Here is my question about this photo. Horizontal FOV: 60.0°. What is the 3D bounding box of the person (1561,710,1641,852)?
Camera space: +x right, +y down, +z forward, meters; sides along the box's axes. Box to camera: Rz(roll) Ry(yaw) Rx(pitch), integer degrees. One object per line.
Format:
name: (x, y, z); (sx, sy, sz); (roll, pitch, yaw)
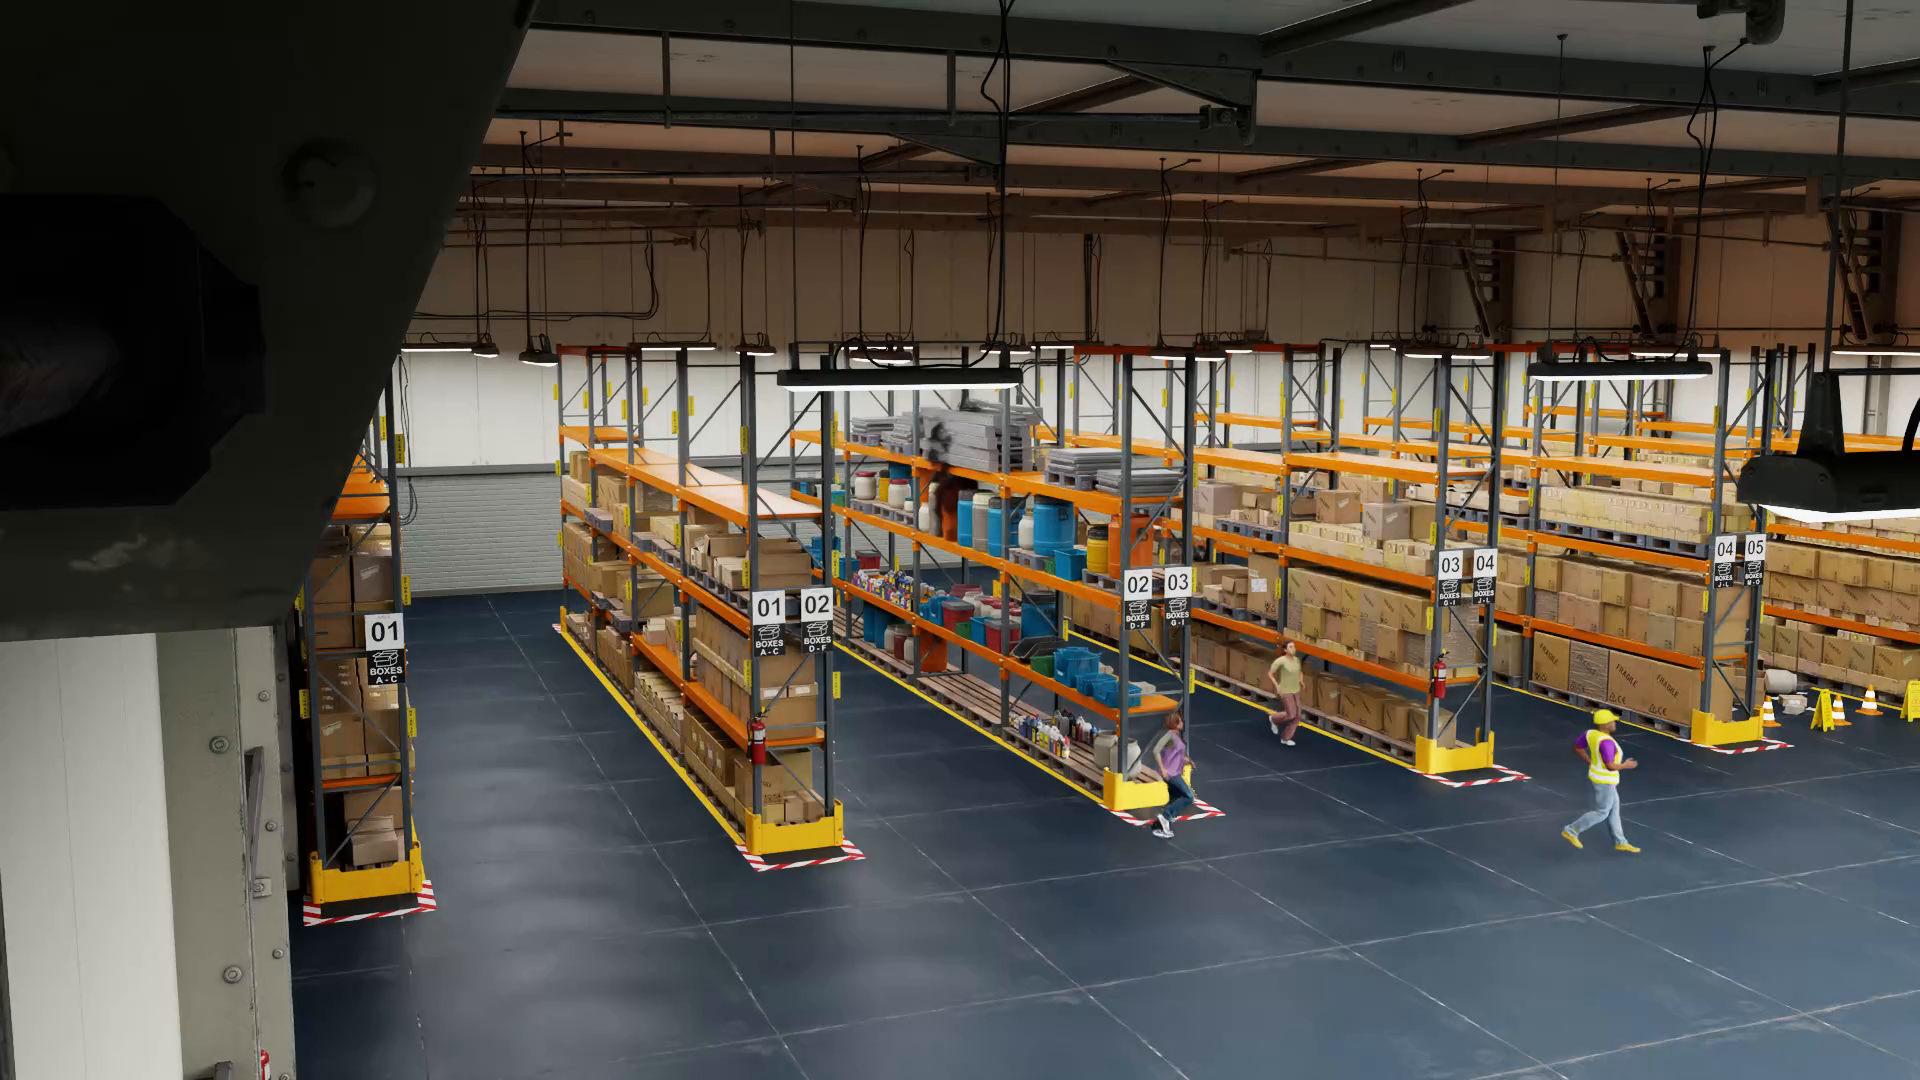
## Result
person: (7.733, 2.902, 19.967); (0.970, 1.760, 0.698); (1, 7, 5)

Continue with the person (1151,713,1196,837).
person: (2.676, 2.932, 20.794); (0.535, 1.532, 0.555); (2, 7, 12)

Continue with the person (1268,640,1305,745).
person: (5.002, 2.316, 25.358); (0.580, 1.621, 0.558); (-4, 8, -28)

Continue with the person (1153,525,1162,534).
person: (4.589, 0.496, 39.281); (0.751, 1.725, 0.747); (-1, 7, -9)

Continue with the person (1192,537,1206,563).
person: (5.406, 0.848, 37.269); (0.678, 1.499, 0.755); (-1, 7, -9)
